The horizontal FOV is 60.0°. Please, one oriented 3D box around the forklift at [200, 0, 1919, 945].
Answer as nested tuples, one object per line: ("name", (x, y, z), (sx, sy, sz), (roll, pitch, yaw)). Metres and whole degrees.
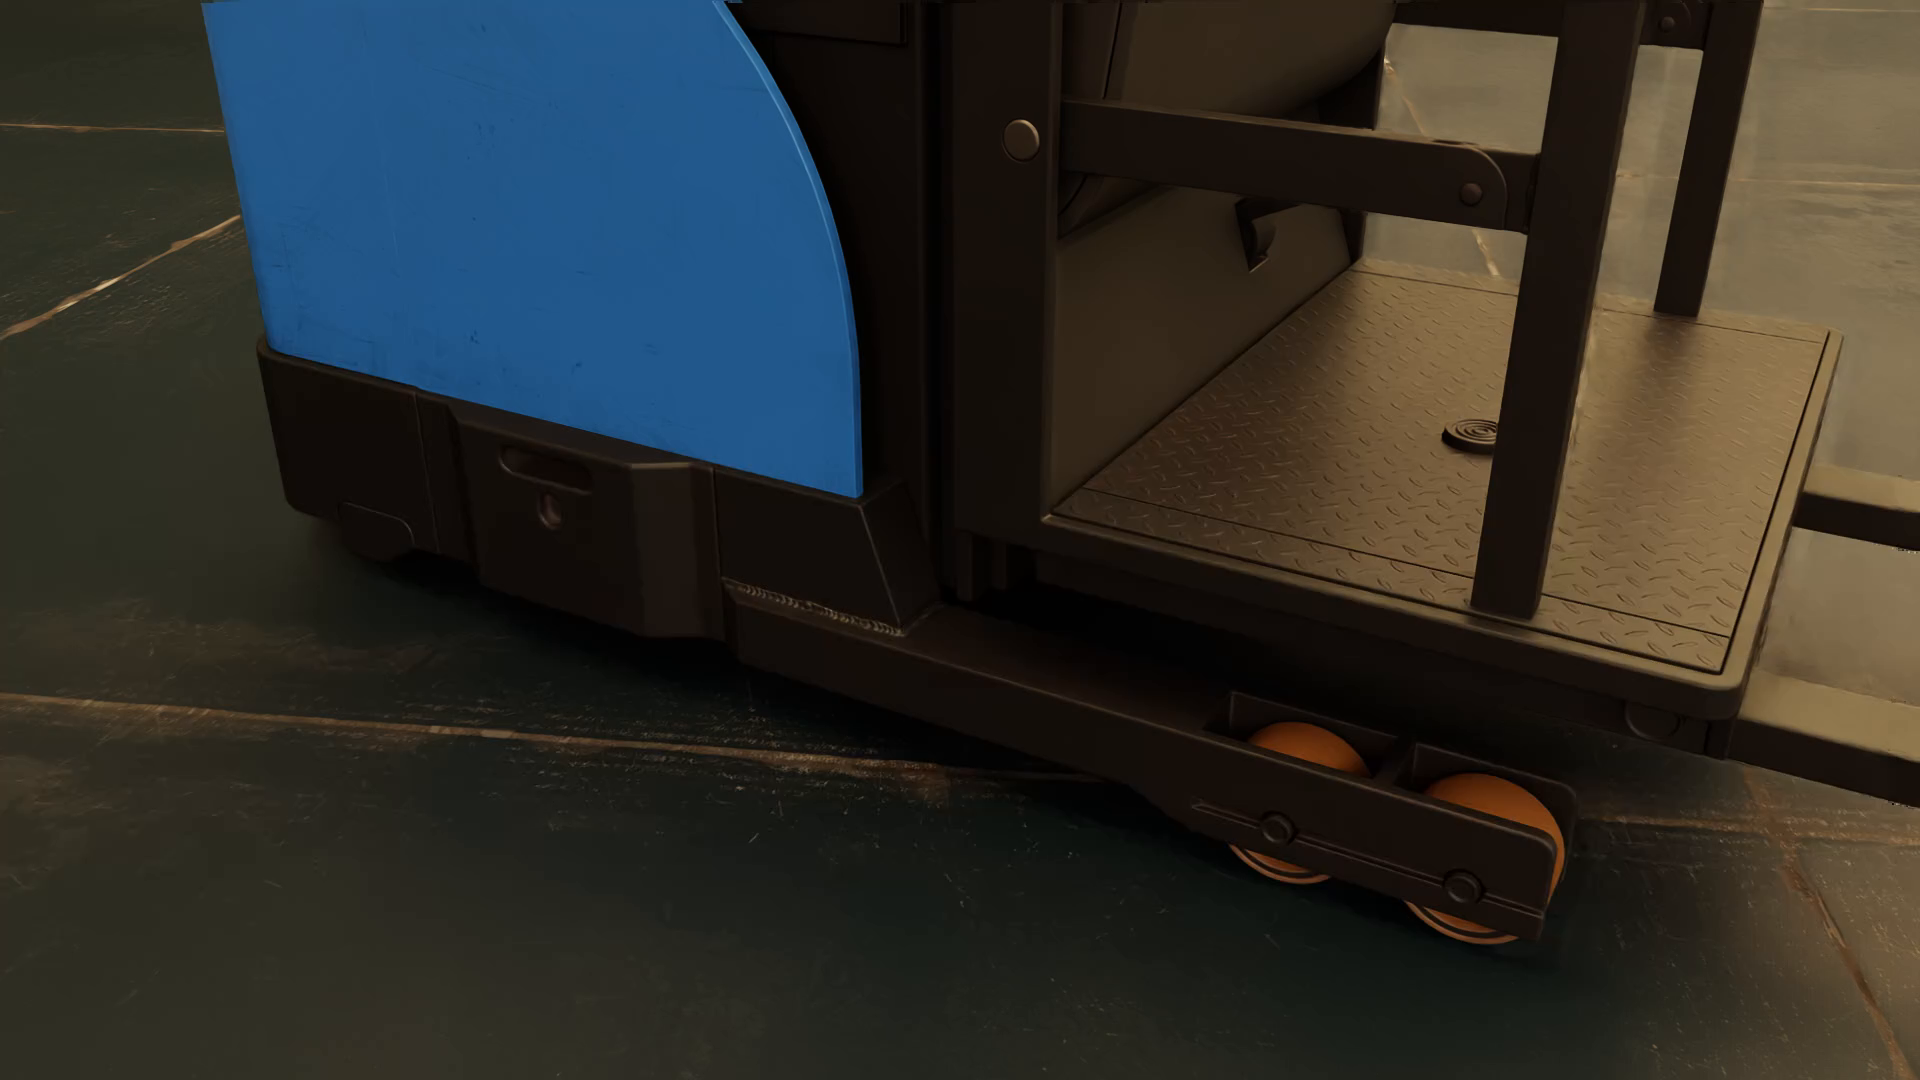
("forklift", (0.529, -1.176, 1.574), (3.031, 2.935, 1.130), (14, 30, 26))
